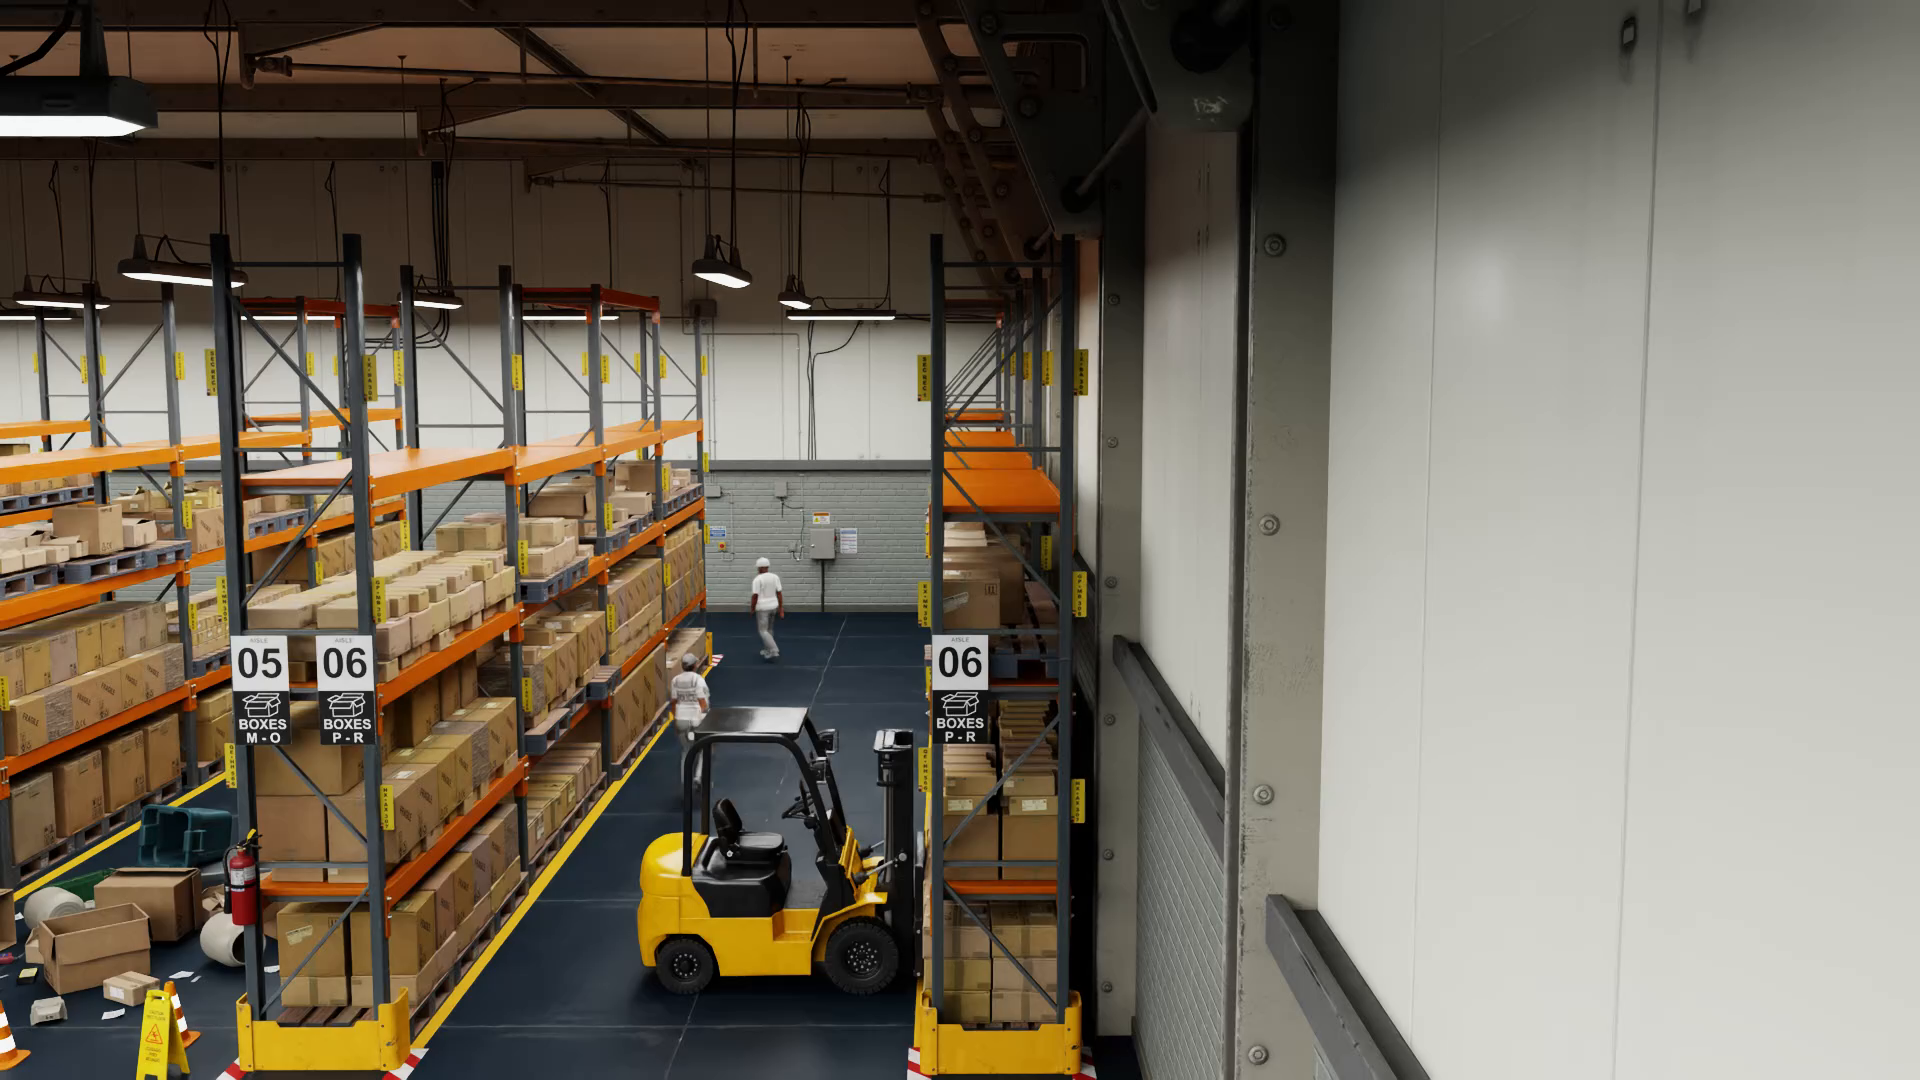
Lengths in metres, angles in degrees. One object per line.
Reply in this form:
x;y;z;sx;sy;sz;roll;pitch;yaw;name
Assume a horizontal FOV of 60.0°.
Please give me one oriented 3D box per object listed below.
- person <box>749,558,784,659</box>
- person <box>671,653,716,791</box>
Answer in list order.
-3.298;1.174;28.340;0.787;1.754;0.577;5;8;41;person
-3.167;2.160;19.719;0.547;1.641;0.503;1;6;7;person
